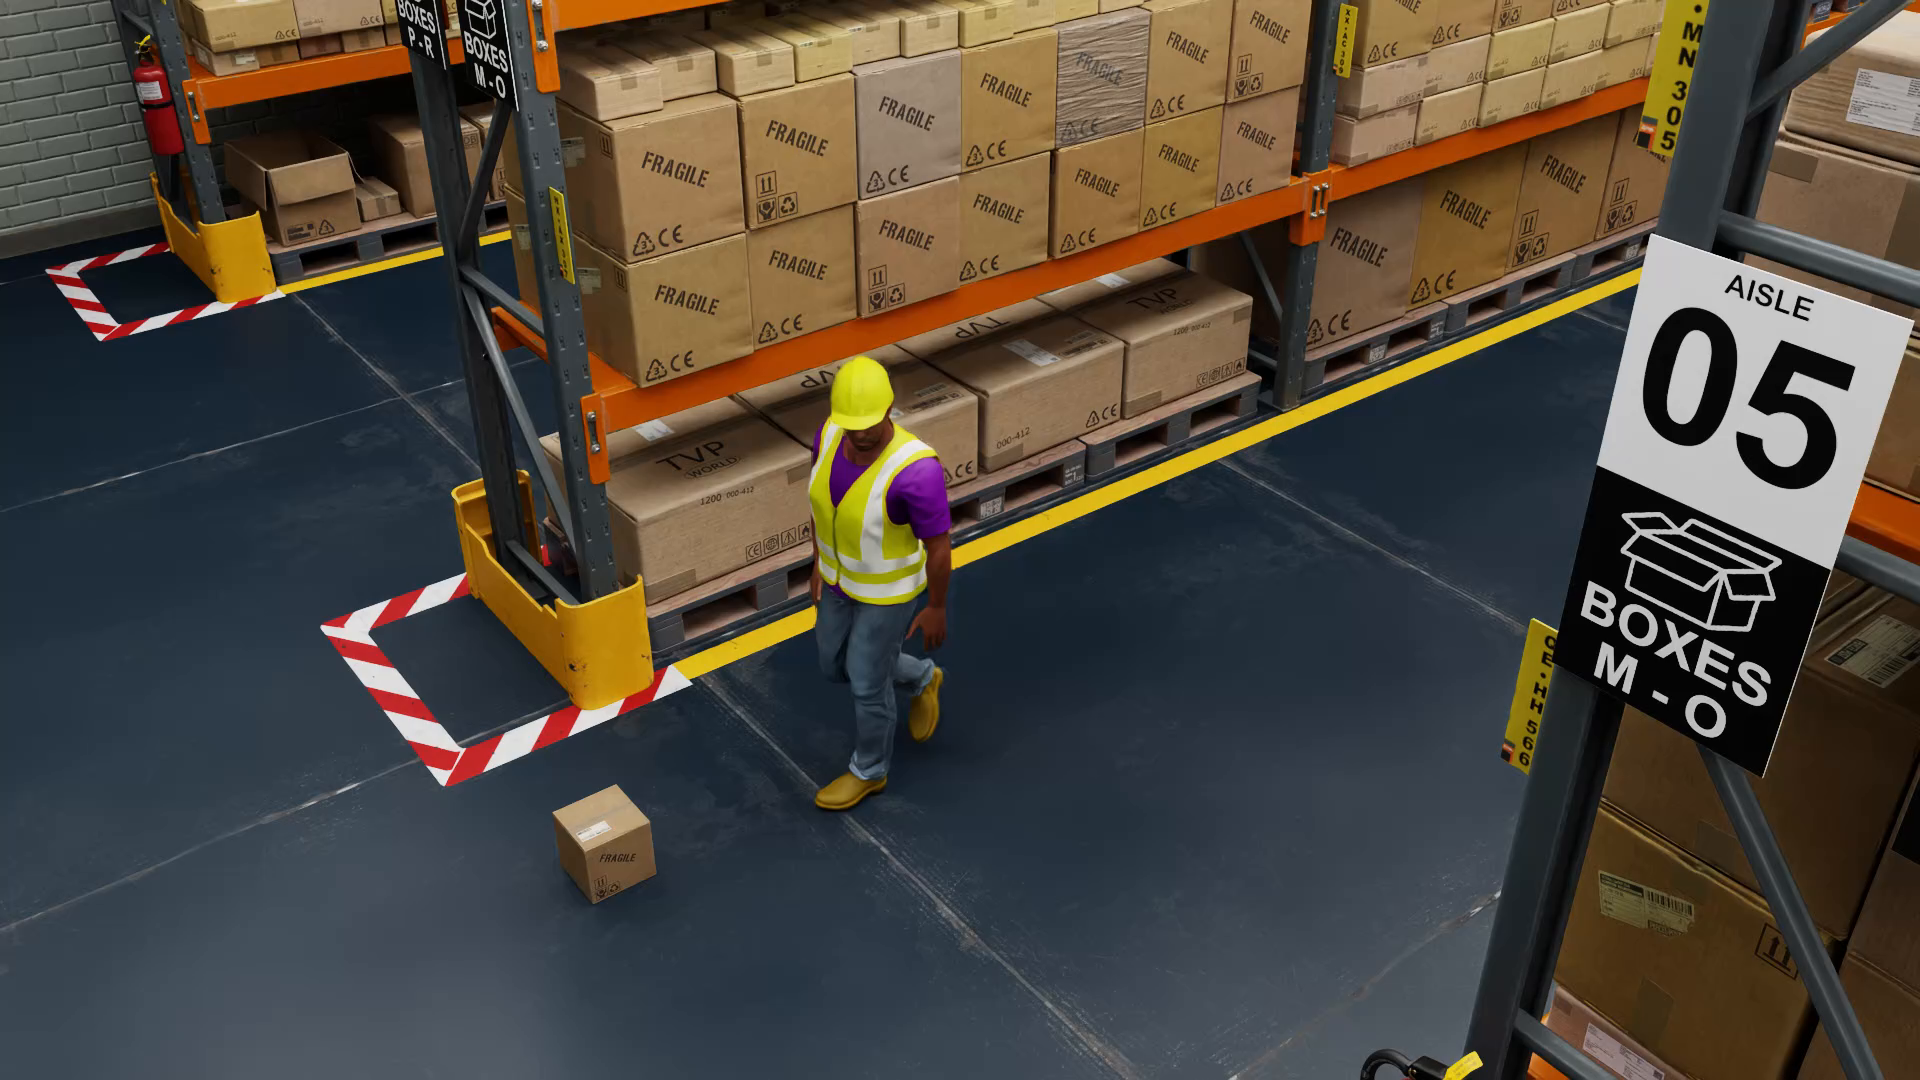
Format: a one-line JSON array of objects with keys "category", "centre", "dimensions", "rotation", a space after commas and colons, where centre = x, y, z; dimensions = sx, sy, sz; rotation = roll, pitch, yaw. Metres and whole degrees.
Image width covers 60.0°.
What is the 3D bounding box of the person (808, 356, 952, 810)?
[{"category": "person", "centre": [-0.272, 0.136, 5.878], "dimensions": [0.693, 1.763, 0.586], "rotation": [-26, 40, -35]}]
